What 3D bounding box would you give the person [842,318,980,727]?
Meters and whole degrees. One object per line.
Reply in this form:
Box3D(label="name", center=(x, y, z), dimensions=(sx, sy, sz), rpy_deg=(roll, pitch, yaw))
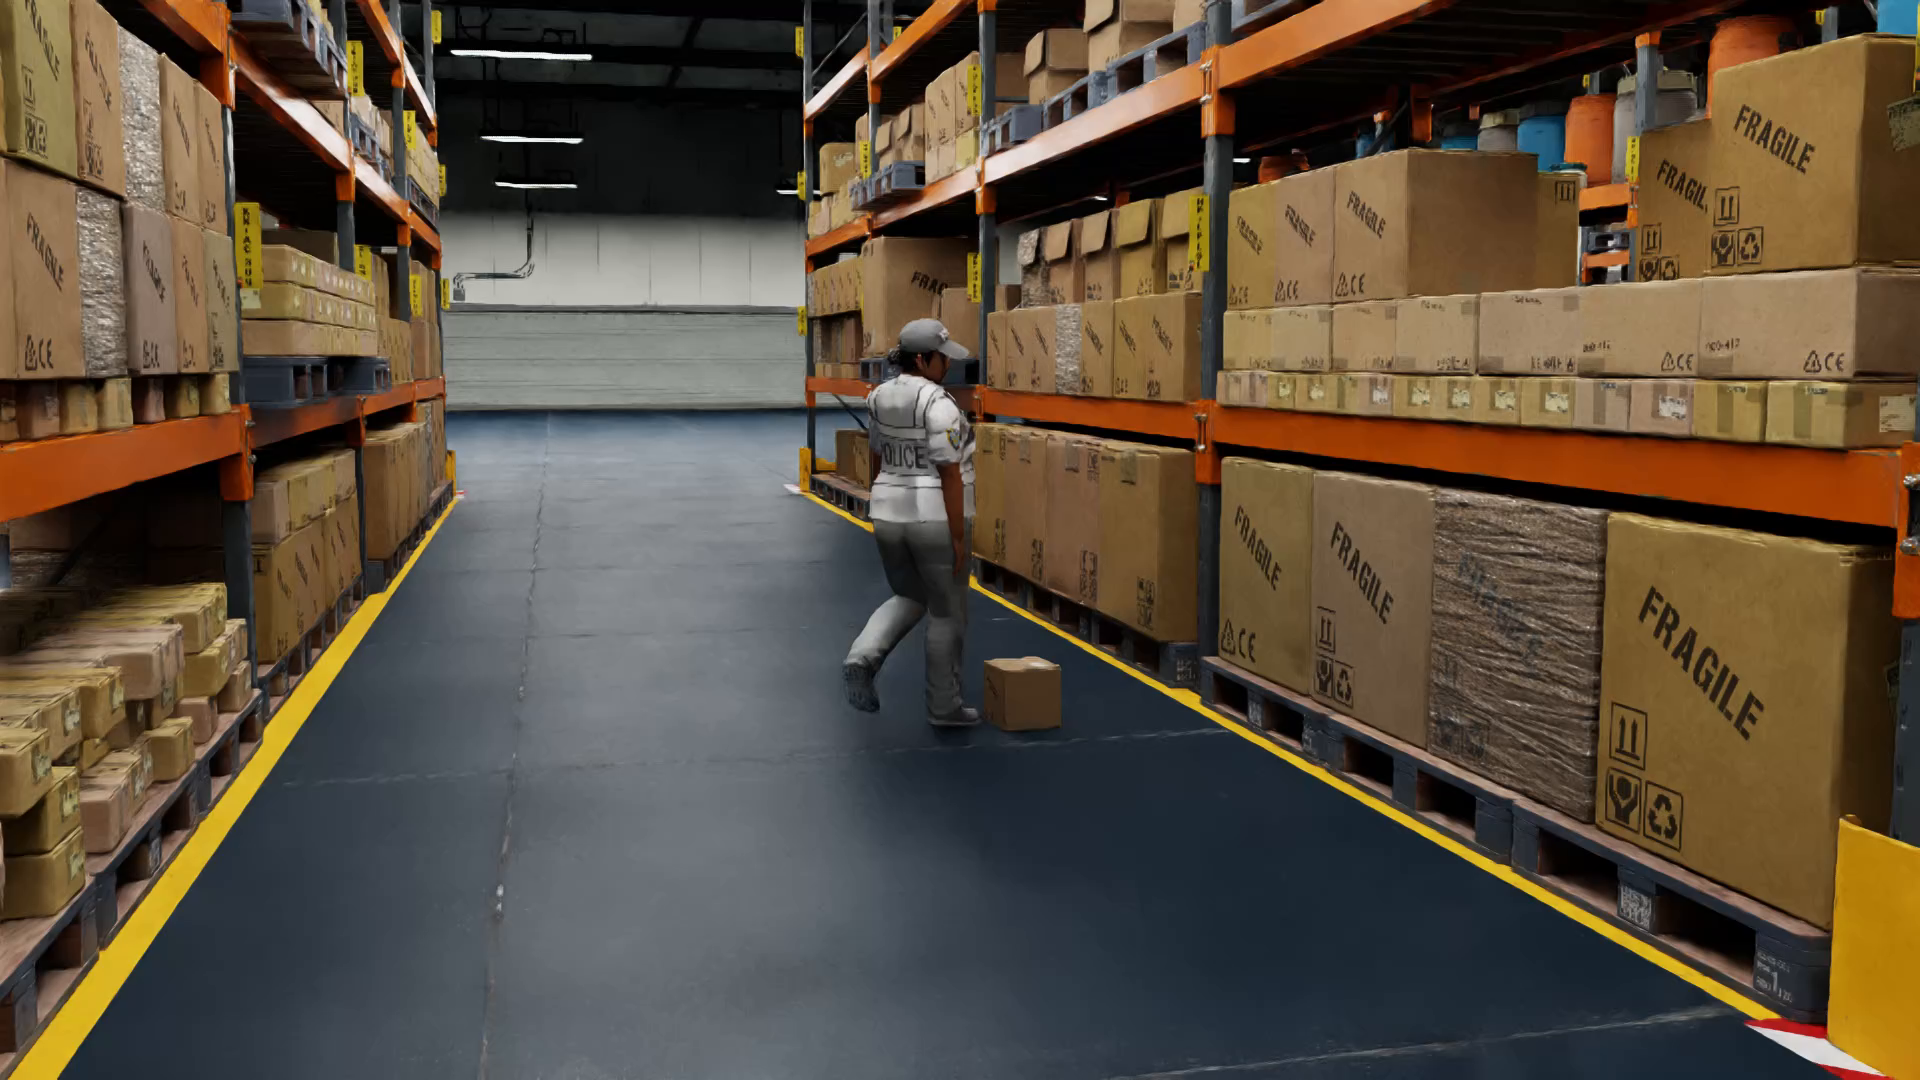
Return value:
Box3D(label="person", center=(-0.142, -0.043, 6.639), dimensions=(0.523, 1.664, 0.637), rpy_deg=(6, 9, 43))
